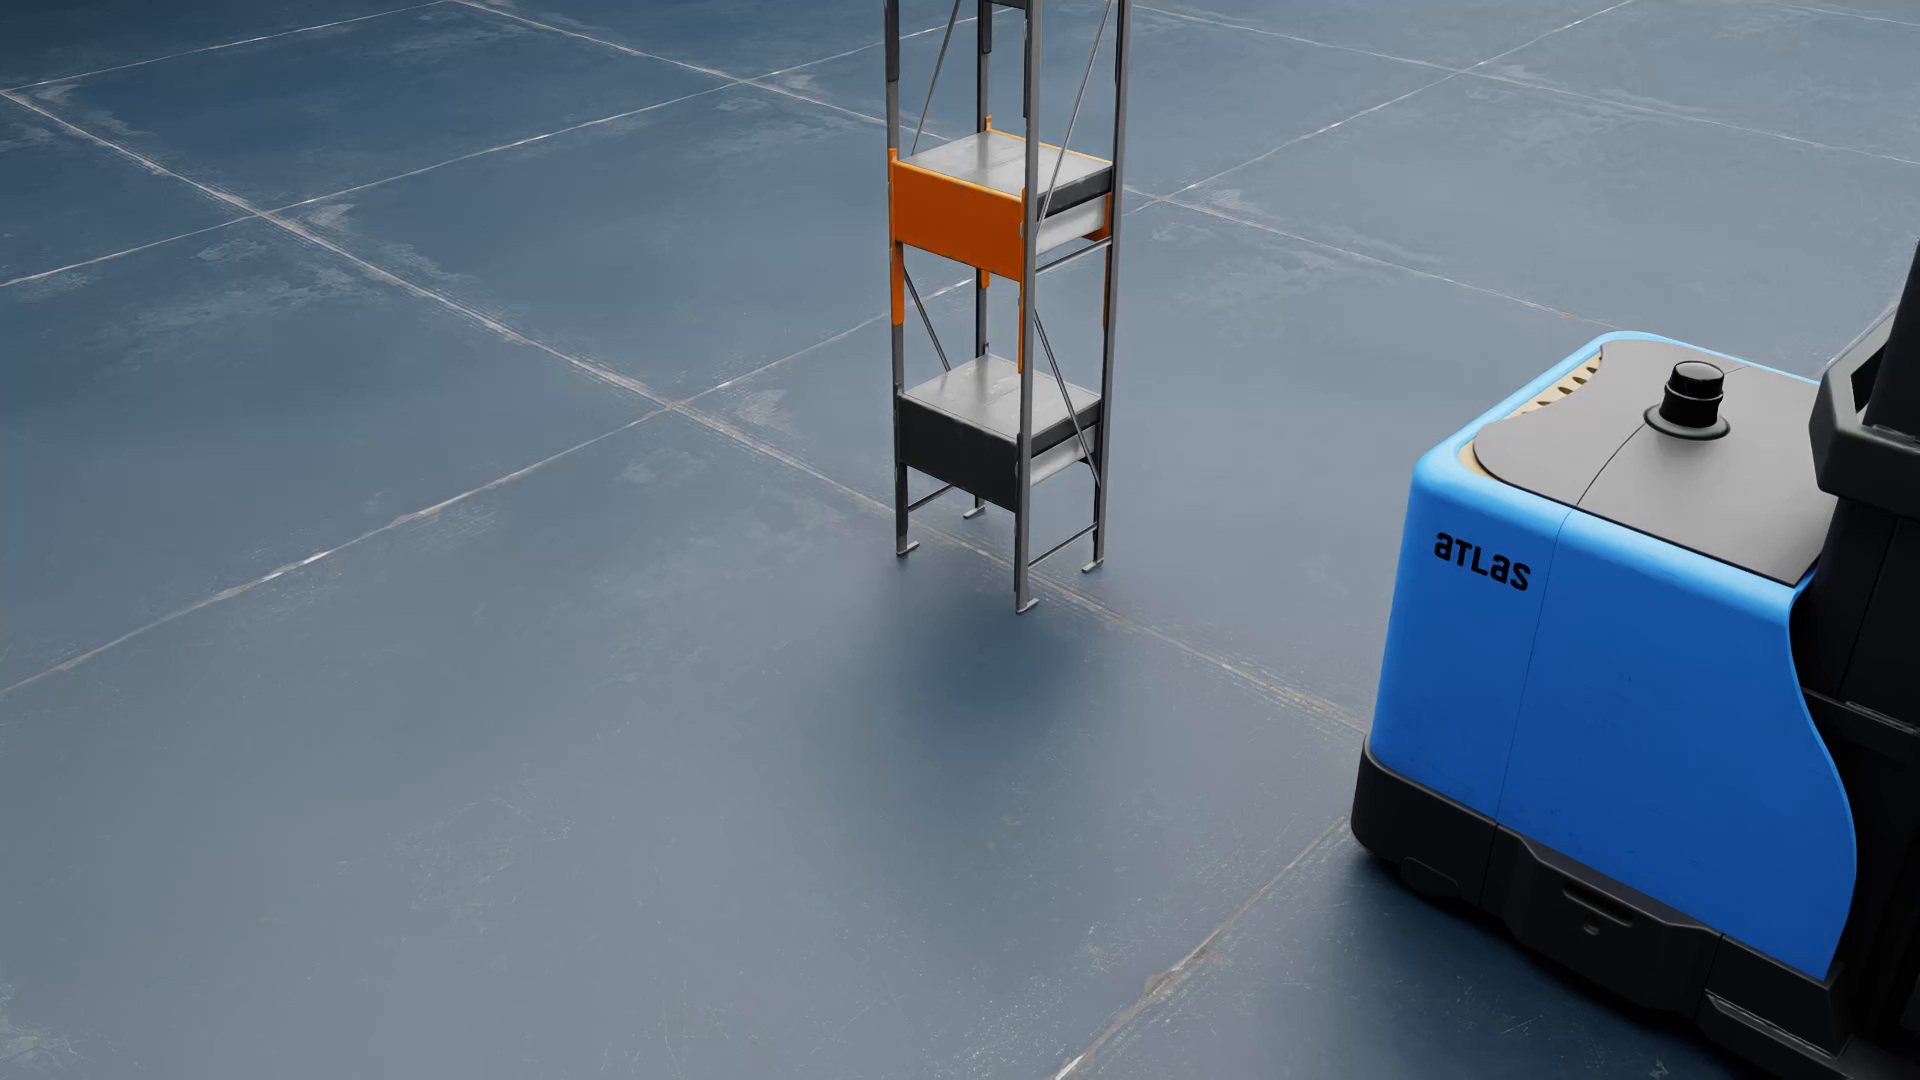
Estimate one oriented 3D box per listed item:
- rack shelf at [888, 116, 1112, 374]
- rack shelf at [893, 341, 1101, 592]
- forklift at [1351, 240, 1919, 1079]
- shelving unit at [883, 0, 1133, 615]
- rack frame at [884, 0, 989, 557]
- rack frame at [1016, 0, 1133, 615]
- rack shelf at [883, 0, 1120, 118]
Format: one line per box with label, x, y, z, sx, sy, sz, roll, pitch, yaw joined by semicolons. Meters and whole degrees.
rack shelf;0.123;-0.831;4.620;0.480;0.518;0.431;25;39;35
rack shelf;0.123;-0.231;4.981;0.480;0.518;0.431;25;39;35
forklift;2.353;-0.165;2.682;3.031;2.935;1.130;26;39;36
shelving unit;0.123;-0.842;4.613;0.503;2.100;0.431;25;39;35
rack frame;-0.058;-0.927;4.754;0.015;2.100;0.400;25;39;35
rack frame;0.304;-0.758;4.473;0.015;2.100;0.400;25;39;35
rack shelf;0.123;-1.430;4.259;0.480;0.518;0.431;25;39;35
